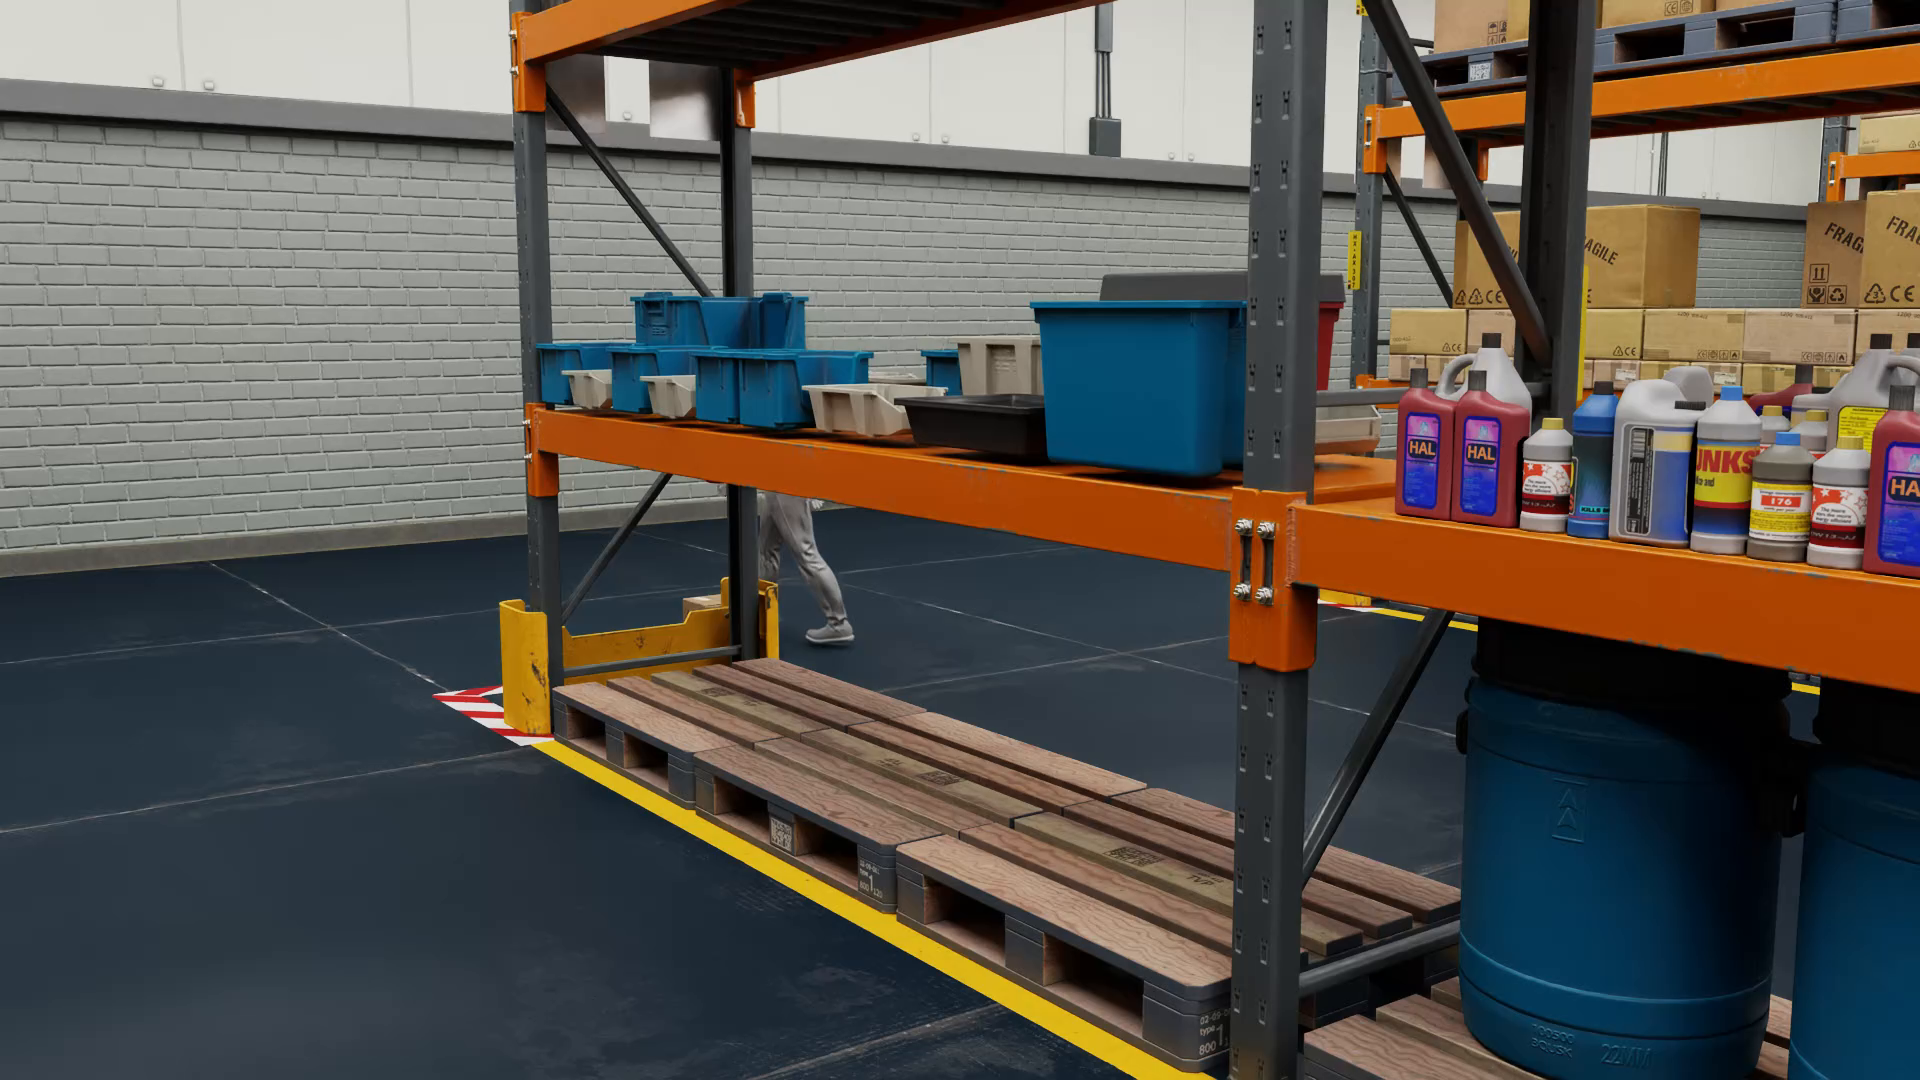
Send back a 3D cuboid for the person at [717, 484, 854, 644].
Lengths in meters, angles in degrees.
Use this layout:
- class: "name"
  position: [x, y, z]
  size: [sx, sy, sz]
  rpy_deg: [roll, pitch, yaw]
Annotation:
- class: "person"
  position: [-0.951, -0.286, 8.409]
  size: [0.865, 1.607, 0.506]
  rpy_deg: [2, 8, 12]
